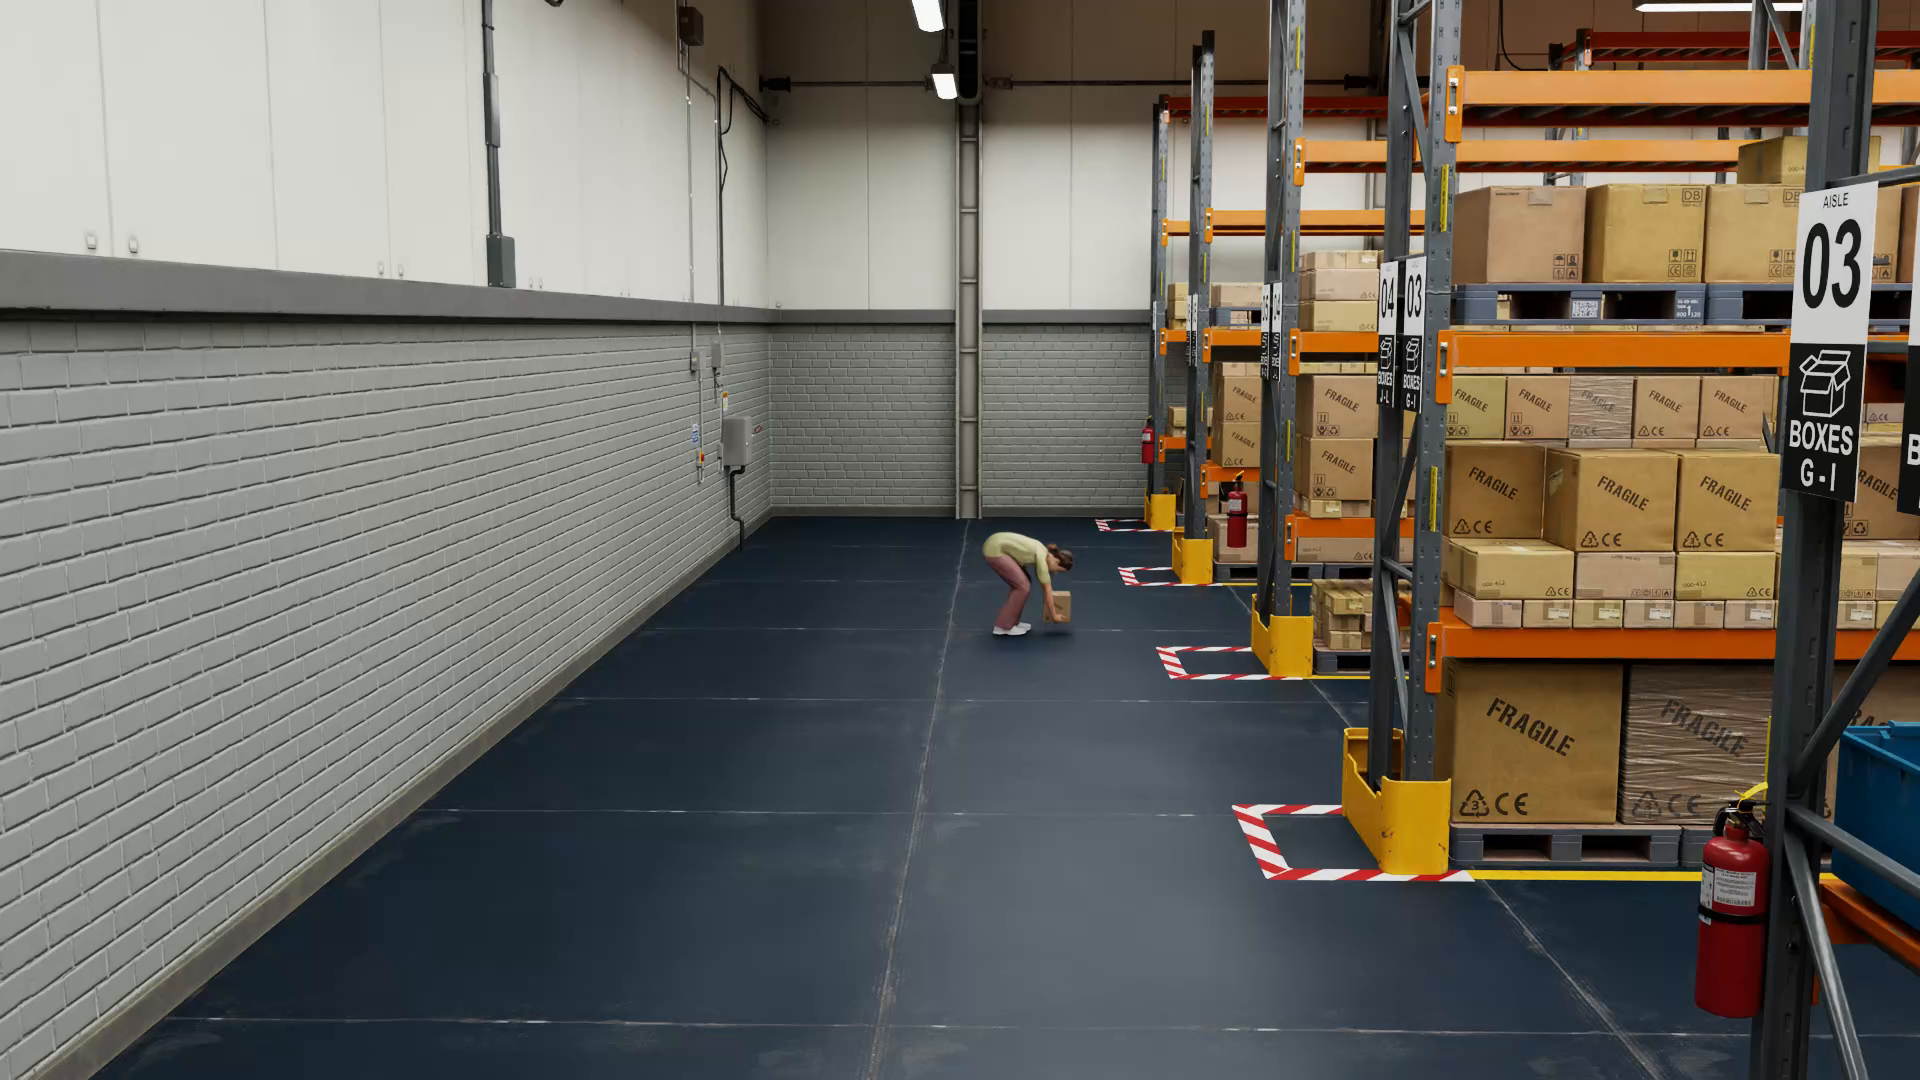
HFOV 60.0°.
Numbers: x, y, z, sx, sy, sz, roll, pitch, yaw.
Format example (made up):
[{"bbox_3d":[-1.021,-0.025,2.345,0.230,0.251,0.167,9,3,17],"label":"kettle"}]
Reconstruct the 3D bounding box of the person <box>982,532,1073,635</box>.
[{"bbox_3d":[0.632,0.400,15.522,0.855,0.947,0.450,0,7,-2],"label":"person"}]
